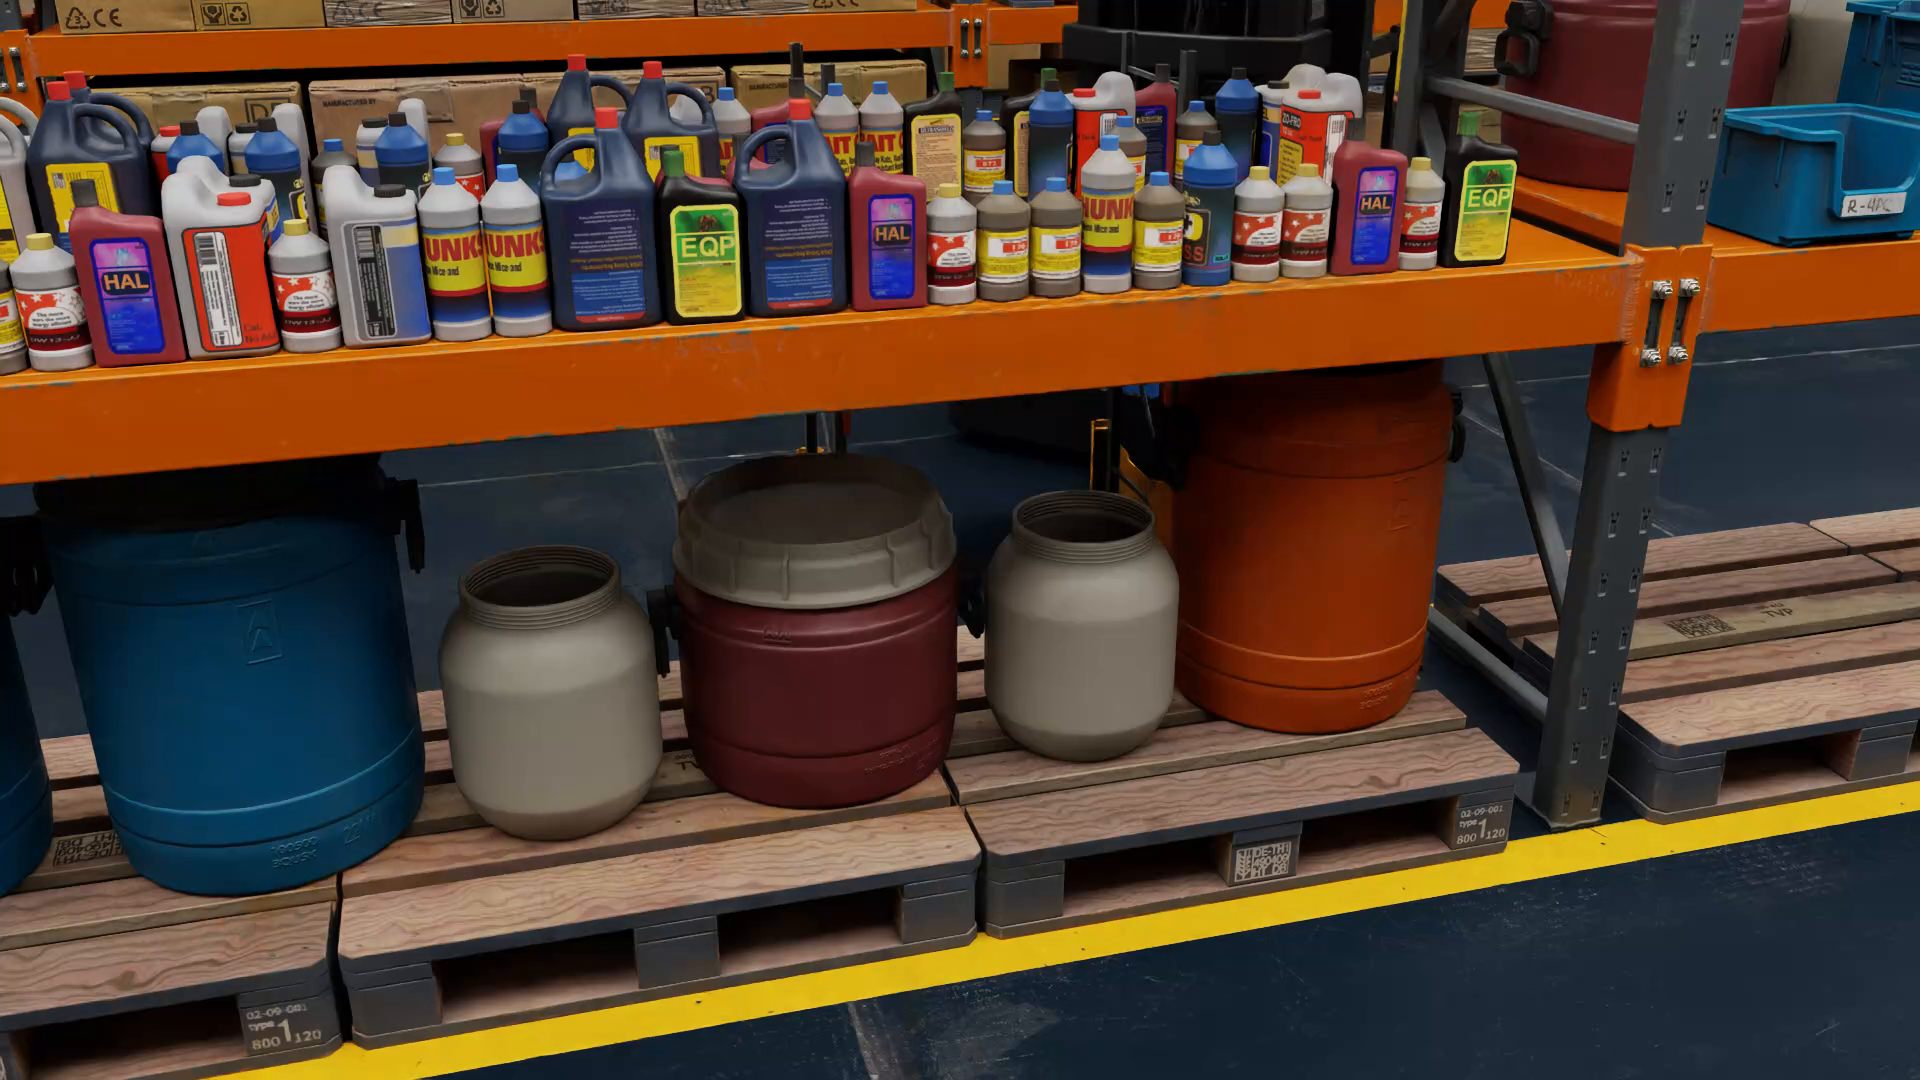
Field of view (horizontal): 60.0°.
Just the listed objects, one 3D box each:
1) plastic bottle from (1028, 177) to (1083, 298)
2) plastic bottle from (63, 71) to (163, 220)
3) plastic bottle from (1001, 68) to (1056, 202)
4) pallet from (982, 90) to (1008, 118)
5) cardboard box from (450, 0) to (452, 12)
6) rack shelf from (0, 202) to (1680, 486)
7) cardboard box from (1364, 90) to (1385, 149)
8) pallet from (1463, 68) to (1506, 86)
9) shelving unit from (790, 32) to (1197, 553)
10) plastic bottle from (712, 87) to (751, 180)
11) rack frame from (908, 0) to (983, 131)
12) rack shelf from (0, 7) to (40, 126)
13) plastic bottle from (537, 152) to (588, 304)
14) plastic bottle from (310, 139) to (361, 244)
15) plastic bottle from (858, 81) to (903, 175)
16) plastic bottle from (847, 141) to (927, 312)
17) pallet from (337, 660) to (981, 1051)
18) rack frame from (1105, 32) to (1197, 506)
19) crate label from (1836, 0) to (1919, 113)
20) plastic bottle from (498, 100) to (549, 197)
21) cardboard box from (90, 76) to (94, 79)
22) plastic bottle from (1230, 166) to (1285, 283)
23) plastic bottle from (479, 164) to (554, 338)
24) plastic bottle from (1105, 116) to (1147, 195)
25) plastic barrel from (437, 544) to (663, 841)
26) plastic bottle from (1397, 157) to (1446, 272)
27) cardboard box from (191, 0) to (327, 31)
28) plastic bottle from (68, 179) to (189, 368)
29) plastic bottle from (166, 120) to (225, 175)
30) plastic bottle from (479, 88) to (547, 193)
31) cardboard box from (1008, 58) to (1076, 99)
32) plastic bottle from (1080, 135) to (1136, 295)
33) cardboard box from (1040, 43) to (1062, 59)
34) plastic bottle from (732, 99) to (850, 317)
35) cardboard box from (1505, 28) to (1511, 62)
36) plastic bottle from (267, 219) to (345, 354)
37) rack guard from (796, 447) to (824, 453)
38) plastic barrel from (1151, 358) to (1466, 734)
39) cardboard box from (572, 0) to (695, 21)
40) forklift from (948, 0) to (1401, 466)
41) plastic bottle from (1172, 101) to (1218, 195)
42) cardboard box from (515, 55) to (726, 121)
[{"bbox_3d":[0.169,-0.541,2.958,0.097,0.201,0.097,0,23,0],"label":"plastic bottle"},{"bbox_3d":[-1.627,-0.712,3.168,0.185,0.351,0.144,-6,24,-14],"label":"plastic bottle"},{"bbox_3d":[0.159,-0.896,3.681,0.133,0.283,0.061,-6,24,-14],"label":"plastic bottle"},{"bbox_3d":[0.621,-3.596,13.362,1.213,0.211,1.003,-6,24,-14],"label":"pallet"},{"bbox_3d":[-2.583,-2.681,7.568,0.500,0.500,0.500,-7,24,-15],"label":"cardboard box"},{"bbox_3d":[-0.676,-0.375,3.233,4.000,0.370,1.077,-6,24,-14],"label":"rack shelf"},{"bbox_3d":[2.163,-2.118,8.995,0.500,0.500,0.700,-8,25,-19],"label":"cardboard box"},{"bbox_3d":[4.451,-4.020,14.352,1.213,0.211,1.003,-6,24,-14],"label":"pallet"},{"bbox_3d":[0.073,-0.697,4.973,1.083,1.500,0.587,-6,24,-14],"label":"shelving unit"},{"bbox_3d":[-0.485,-0.811,3.500,0.097,0.271,0.097,0,23,0],"label":"plastic bottle"},{"bbox_3d":[-0.088,-2.799,7.970,0.127,3.000,1.000,-6,24,-14],"label":"rack frame"},{"bbox_3d":[-5.865,-1.830,6.622,4.000,0.370,1.077,-6,24,-14],"label":"rack shelf"},{"bbox_3d":[-0.671,-0.539,2.866,0.097,0.271,0.097,0,23,0],"label":"plastic bottle"},{"bbox_3d":[-1.238,-0.696,3.320,0.097,0.201,0.097,0,23,0],"label":"plastic bottle"},{"bbox_3d":[-0.169,-0.846,3.582,0.097,0.271,0.097,0,23,0],"label":"plastic bottle"},{"bbox_3d":[-0.125,-0.538,2.849,0.133,0.283,0.061,-6,24,-14],"label":"plastic bottle"},{"bbox_3d":[-0.670,0.591,3.605,1.213,0.211,1.003,-6,24,-14],"label":"pallet"},{"bbox_3d":[0.572,-0.752,5.102,0.032,1.500,0.500,-6,24,-14],"label":"rack frame"},{"bbox_3d":[2.279,-0.938,3.588,0.616,0.435,0.502,-6,24,-14],"label":"crate label"},{"bbox_3d":[-0.870,-0.744,3.343,0.097,0.271,0.097,0,23,0],"label":"plastic bottle"},{"bbox_3d":[-5.927,-3.215,11.267,0.250,0.149,0.380,-7,24,-15],"label":"cardboard box"},{"bbox_3d":[0.544,-0.582,3.055,0.097,0.201,0.097,0,23,0],"label":"plastic bottle"},{"bbox_3d":[-0.725,-0.474,2.714,0.097,0.271,0.097,0,23,0],"label":"plastic bottle"},{"bbox_3d":[0.352,-0.810,3.585,0.097,0.201,0.097,0,23,0],"label":"plastic bottle"},{"bbox_3d":[-0.824,0.304,3.359,0.421,0.512,0.421,0,23,0],"label":"plastic barrel"},{"bbox_3d":[0.860,-0.617,3.136,0.097,0.201,0.097,0,23,0],"label":"plastic bottle"},{"bbox_3d":[-2.945,-2.427,6.976,0.500,0.500,0.500,-6,24,-14],"label":"cardboard box"},{"bbox_3d":[-1.278,-0.411,2.552,0.133,0.283,0.061,-6,24,-14],"label":"plastic bottle"},{"bbox_3d":[-1.420,-0.646,3.114,0.097,0.271,0.097,0,23,0],"label":"plastic bottle"},{"bbox_3d":[-0.909,-0.778,3.406,0.133,0.283,0.061,-6,24,-14],"label":"plastic bottle"},{"bbox_3d":[0.549,-2.280,8.421,0.500,0.250,0.500,-5,24,-12],"label":"cardboard box"},{"bbox_3d":[0.262,-0.583,2.969,0.097,0.271,0.097,0,23,0],"label":"plastic bottle"},{"bbox_3d":[1.017,-4.077,13.268,0.750,0.750,1.050,-6,24,-14],"label":"cardboard box"},{"bbox_3d":[-0.289,-0.568,2.833,0.185,0.351,0.144,-6,24,-14],"label":"plastic bottle"},{"bbox_3d":[4.890,-4.570,14.259,0.875,0.875,0.875,-7,24,-15],"label":"cardboard box"},{"bbox_3d":[-1.042,-0.407,2.646,0.097,0.201,0.097,0,23,0],"label":"plastic bottle"},{"bbox_3d":[-0.406,-0.070,5.096,0.087,0.250,0.587,-6,24,-14],"label":"rack guard"},{"bbox_3d":[0.783,-0.056,3.796,0.708,0.830,0.600,-6,24,-14],"label":"plastic barrel"},{"bbox_3d":[-1.477,-2.591,7.358,0.500,0.500,0.500,-7,24,-16],"label":"cardboard box"},{"bbox_3d":[1.147,-2.111,6.452,1.130,2.935,3.031,13,27,28],"label":"forklift"},{"bbox_3d":[0.533,-0.892,3.777,0.097,0.201,0.097,0,23,0],"label":"plastic bottle"},{"bbox_3d":[-1.619,-1.858,7.939,0.875,0.875,1.225,-6,24,-14],"label":"cardboard box"}]
